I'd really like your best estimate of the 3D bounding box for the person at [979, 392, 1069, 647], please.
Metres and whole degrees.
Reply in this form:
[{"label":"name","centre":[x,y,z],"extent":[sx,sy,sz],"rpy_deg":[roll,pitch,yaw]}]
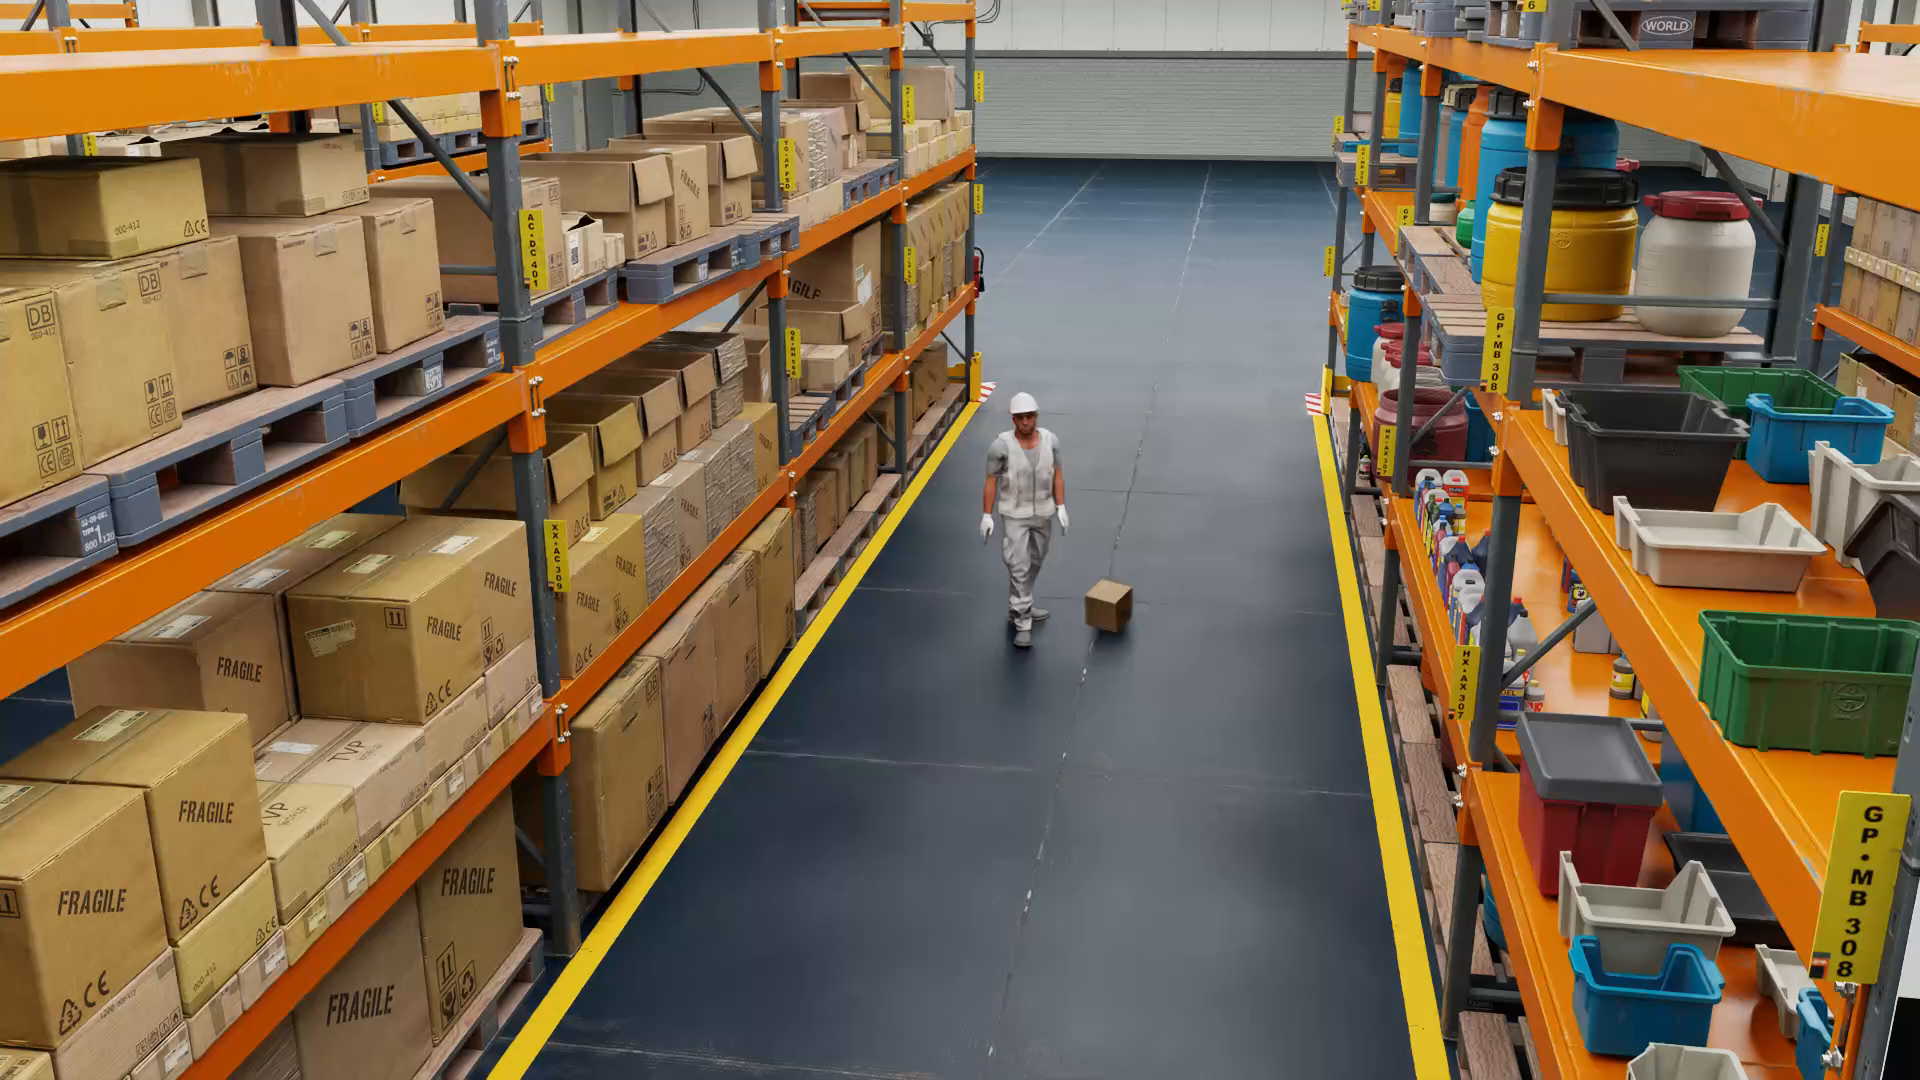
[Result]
[{"label":"person","centre":[0.434,-0.178,11.581],"extent":[0.628,1.779,0.605],"rpy_deg":[-7,19,-21]}]
